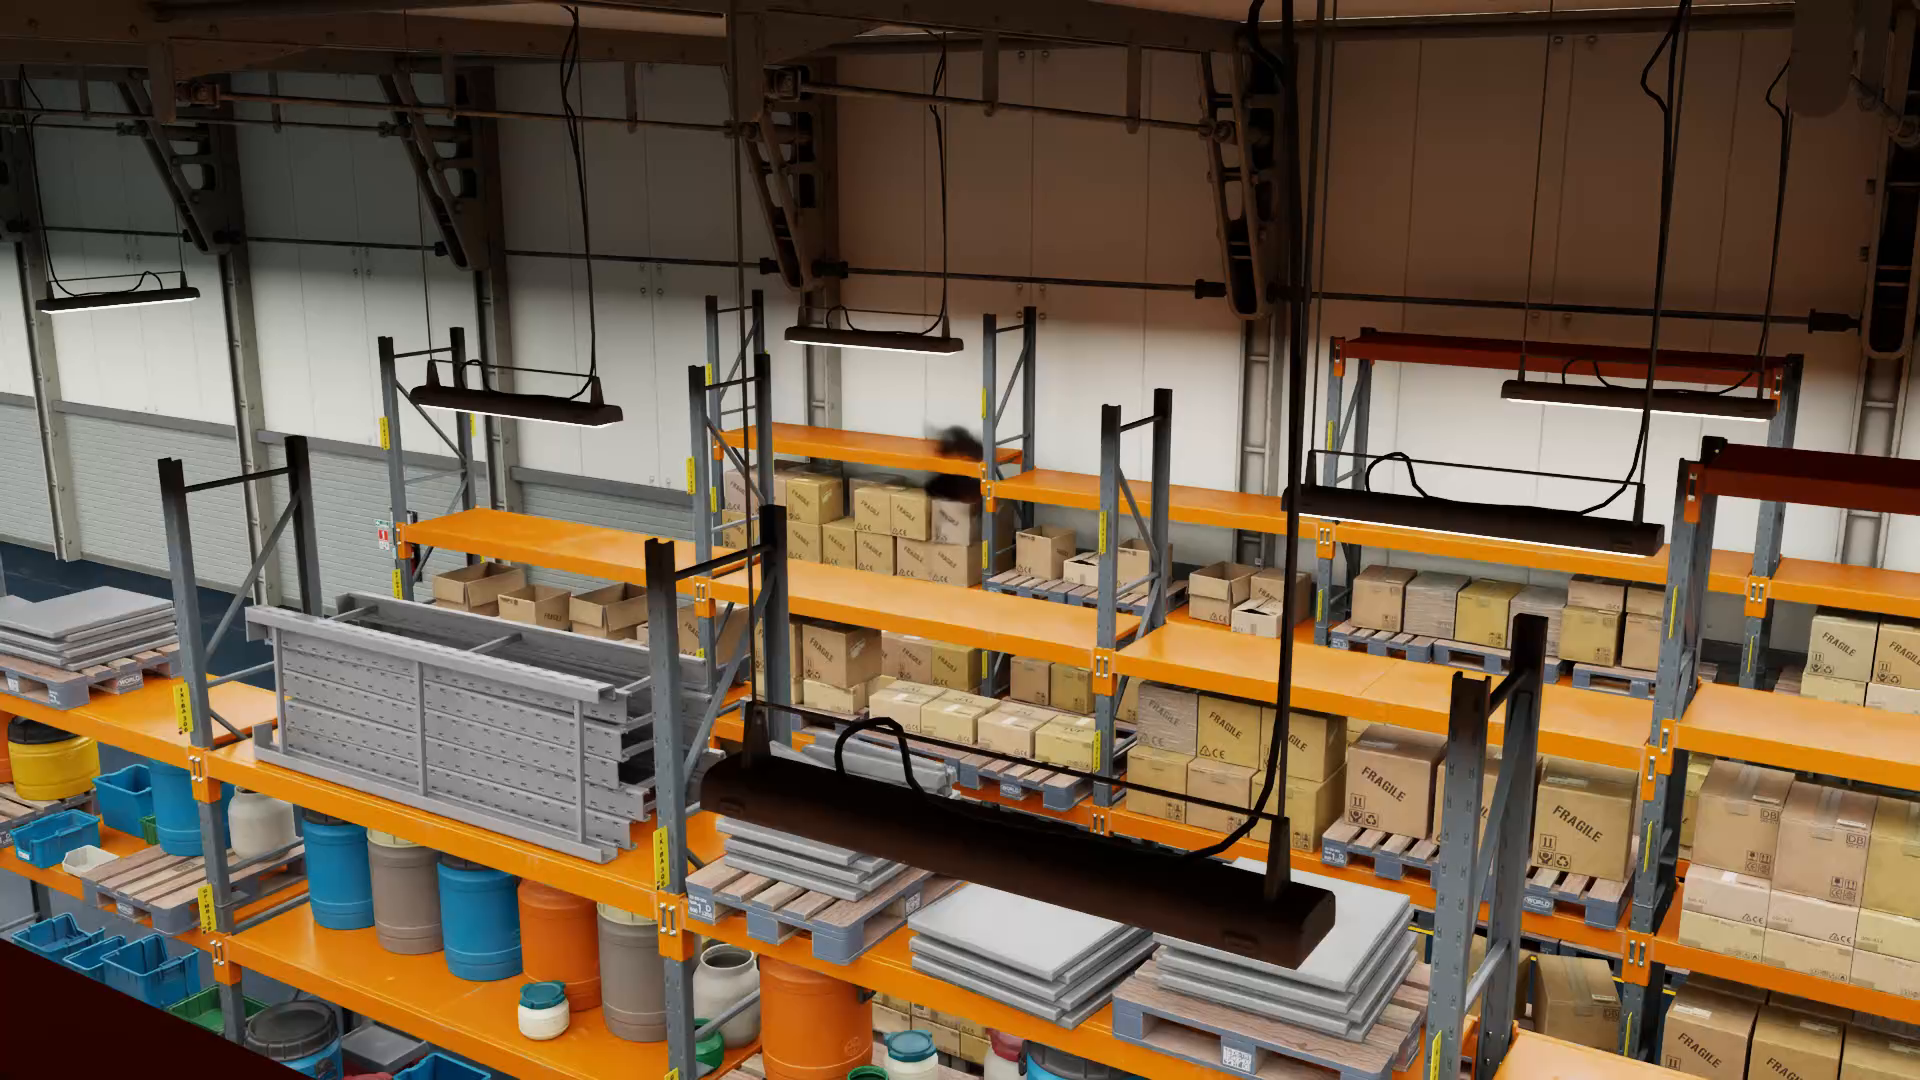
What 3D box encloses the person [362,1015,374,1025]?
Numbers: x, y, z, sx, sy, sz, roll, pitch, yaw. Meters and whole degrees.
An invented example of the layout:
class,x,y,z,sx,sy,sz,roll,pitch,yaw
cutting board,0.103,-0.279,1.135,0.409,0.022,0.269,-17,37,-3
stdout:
class,x,y,z,sx,sy,sz,roll,pitch,yaw
person,-4.904,3.879,13.936,0.800,1.772,0.656,11,17,37
